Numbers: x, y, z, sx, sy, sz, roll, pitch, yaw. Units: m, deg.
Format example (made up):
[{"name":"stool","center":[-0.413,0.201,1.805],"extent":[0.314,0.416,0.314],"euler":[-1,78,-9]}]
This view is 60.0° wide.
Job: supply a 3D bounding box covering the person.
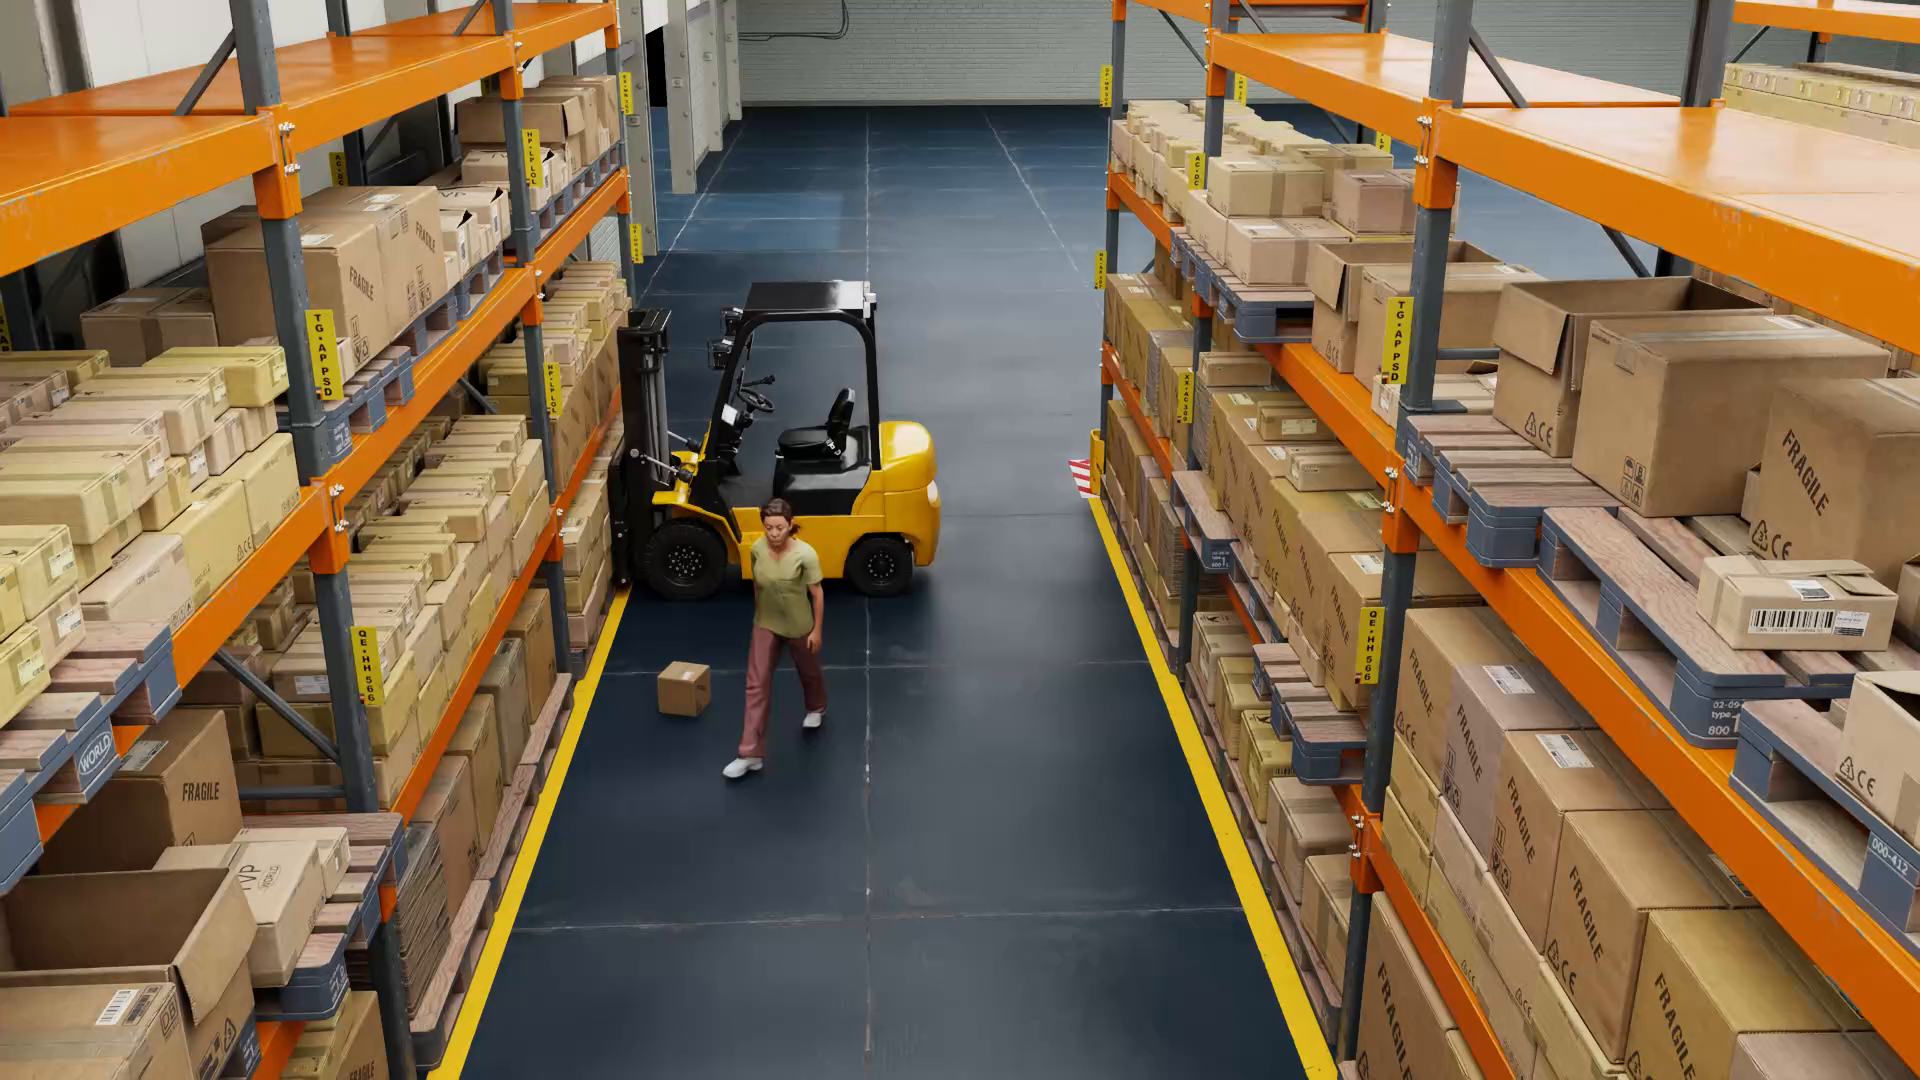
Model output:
[{"name":"person","center":[-1.032,0.506,9.749],"extent":[0.480,1.599,1.042],"euler":[5,21,12]}]
